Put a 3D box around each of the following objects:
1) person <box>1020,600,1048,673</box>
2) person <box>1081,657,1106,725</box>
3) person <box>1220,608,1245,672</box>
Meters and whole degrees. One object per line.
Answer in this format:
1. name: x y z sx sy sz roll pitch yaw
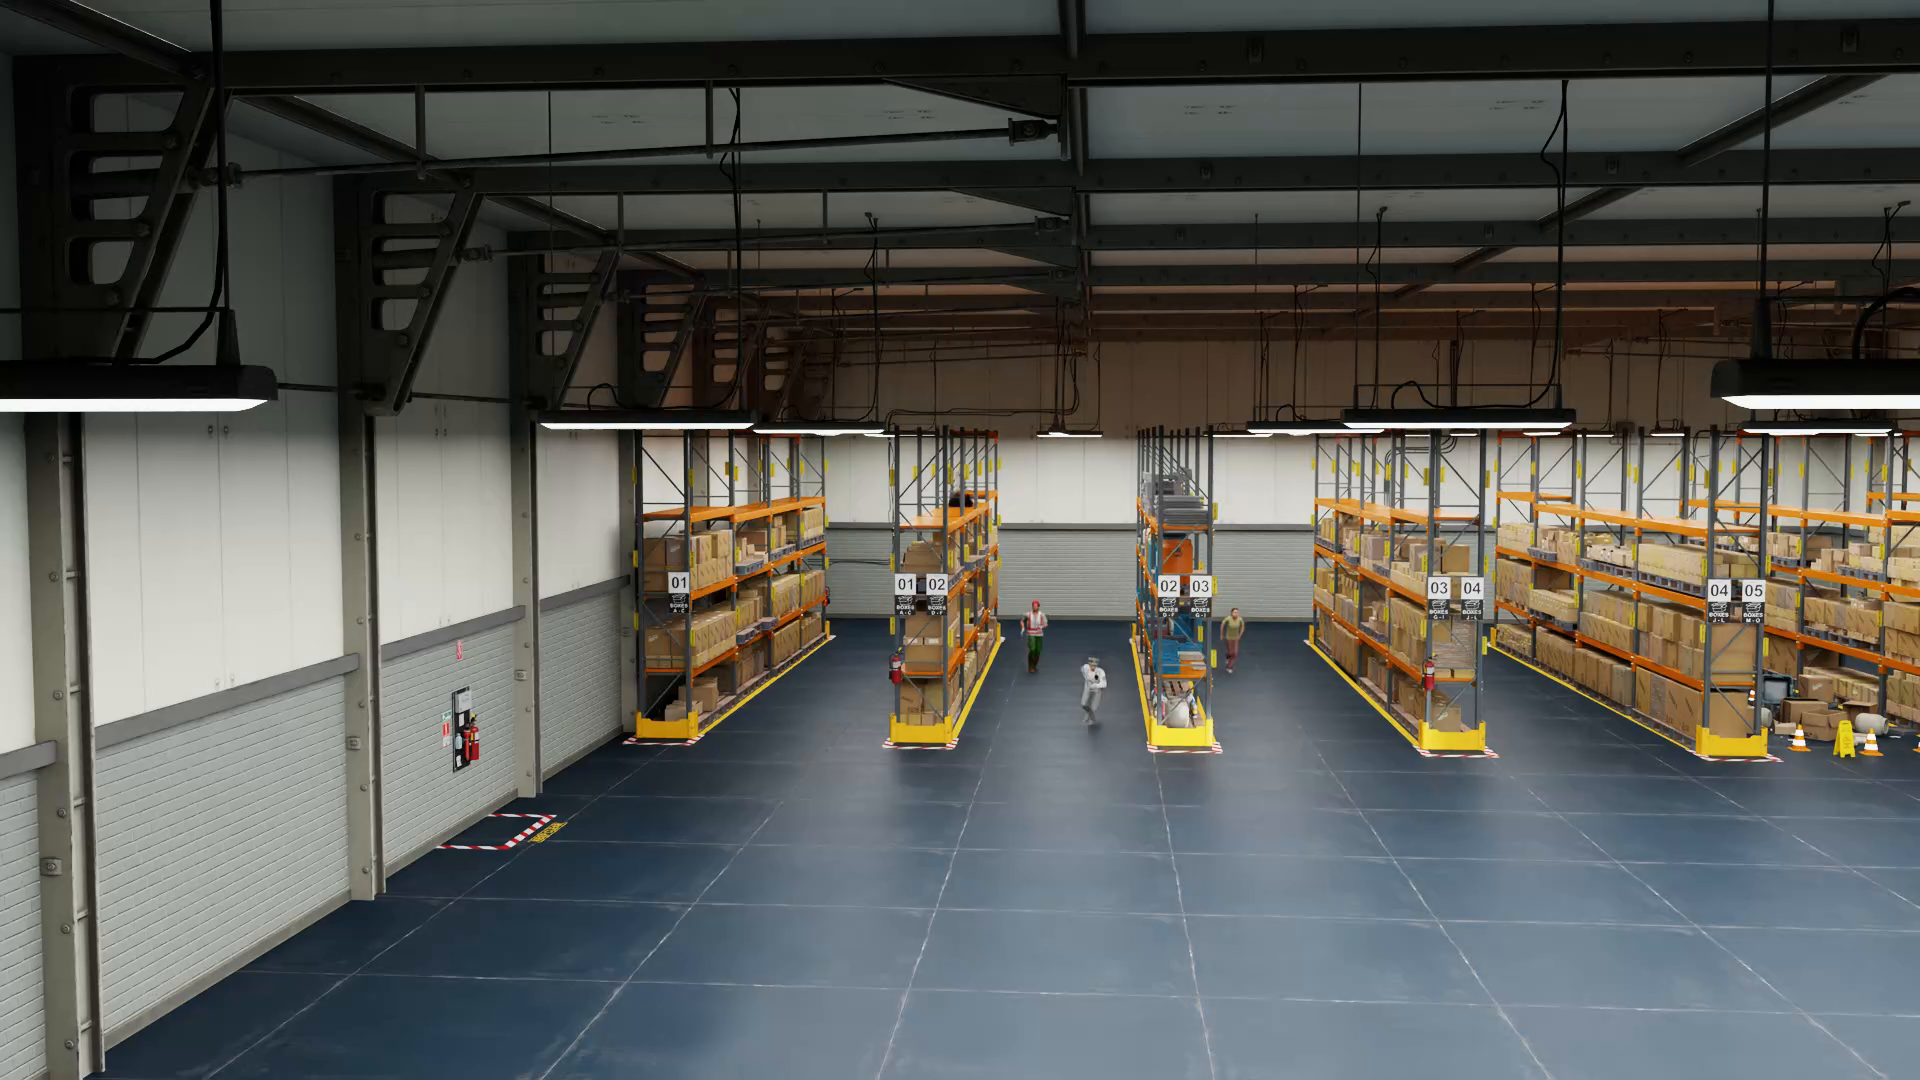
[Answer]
1. person: 1.840 2.375 40.848 0.643 1.781 0.702 -1 3 -10
2. person: 2.636 3.011 33.053 0.622 1.425 0.946 1 4 18
3. person: 6.735 2.455 41.152 0.565 1.605 0.622 -1 4 -12
